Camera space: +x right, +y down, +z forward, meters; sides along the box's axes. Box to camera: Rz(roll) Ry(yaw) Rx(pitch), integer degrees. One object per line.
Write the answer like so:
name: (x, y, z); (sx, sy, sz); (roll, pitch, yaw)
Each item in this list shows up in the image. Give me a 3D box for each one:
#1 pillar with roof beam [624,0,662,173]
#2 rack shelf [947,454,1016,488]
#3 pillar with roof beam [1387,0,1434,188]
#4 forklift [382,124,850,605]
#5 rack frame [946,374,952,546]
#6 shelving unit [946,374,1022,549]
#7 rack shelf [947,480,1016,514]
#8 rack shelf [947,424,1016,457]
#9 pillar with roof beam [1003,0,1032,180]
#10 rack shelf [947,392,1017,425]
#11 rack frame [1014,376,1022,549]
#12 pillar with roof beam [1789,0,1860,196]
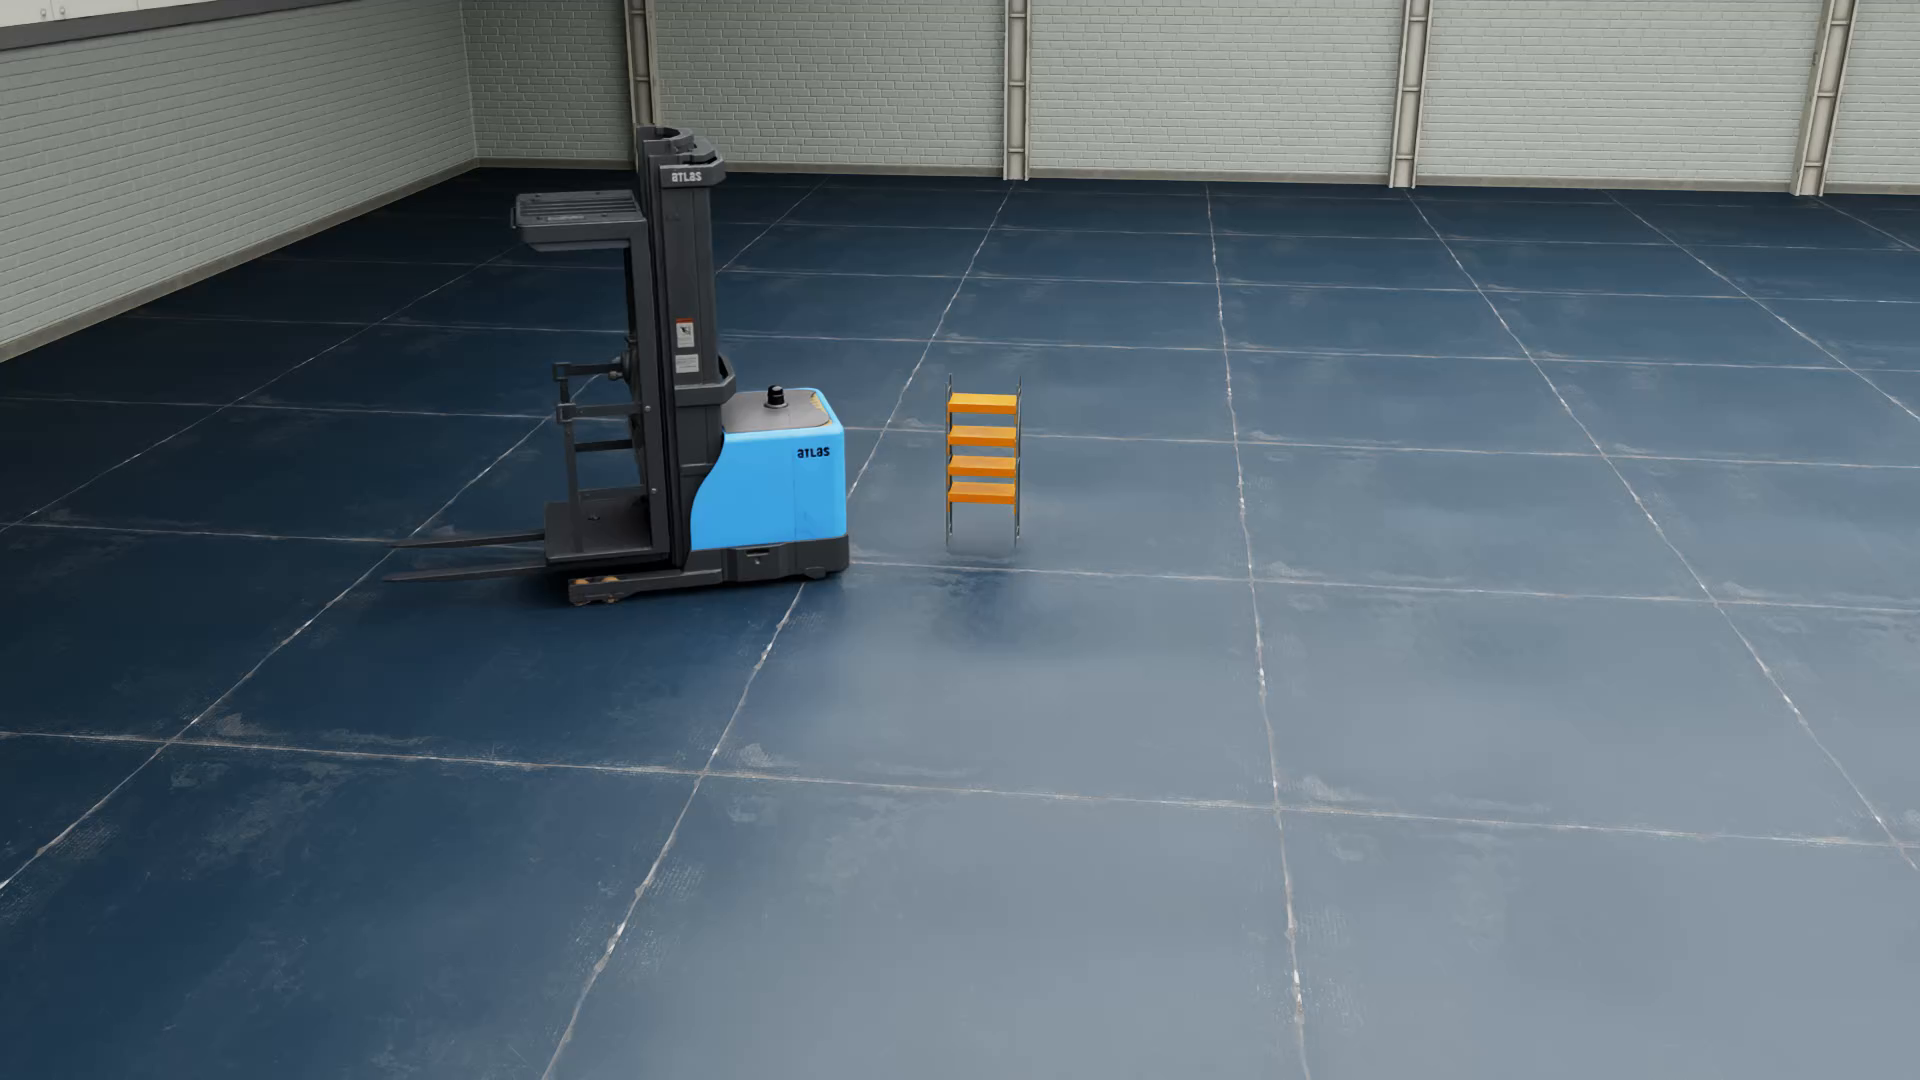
pillar with roof beam: (-5.567, -8.637, 21.546); (0.400, 9.000, 9.100); (2, 22, 6)
rack shelf: (0.164, -0.488, 11.726); (0.480, 0.148, 0.258); (2, 22, 6)
pillar with roof beam: (6.350, -8.118, 20.233); (0.400, 9.000, 9.100); (2, 22, 6)
forklift: (-2.326, -1.150, 10.862); (3.031, 2.935, 1.130); (-5, 22, -13)
rack frame: (-0.078, -0.561, 11.728); (0.015, 1.200, 0.240); (2, 22, 6)
shelving unit: (0.164, -0.551, 11.701); (0.503, 1.200, 0.258); (2, 22, 6)
rack shelf: (0.164, -0.304, 11.799); (0.480, 0.148, 0.258); (2, 22, 6)
rack shelf: (0.164, -0.696, 11.644); (0.480, 0.148, 0.258); (2, 22, 6)
pillar with roof beam: (0.391, -8.377, 20.889); (0.400, 9.000, 9.100); (2, 22, 6)
rack shelf: (0.164, -0.916, 11.557); (0.480, 0.148, 0.258); (2, 22, 6)
rack frame: (0.407, -0.540, 11.674); (0.015, 1.200, 0.240); (2, 22, 6)
pillar with roof beam: (12.308, -7.858, 19.576); (0.400, 9.000, 9.100); (2, 22, 6)
